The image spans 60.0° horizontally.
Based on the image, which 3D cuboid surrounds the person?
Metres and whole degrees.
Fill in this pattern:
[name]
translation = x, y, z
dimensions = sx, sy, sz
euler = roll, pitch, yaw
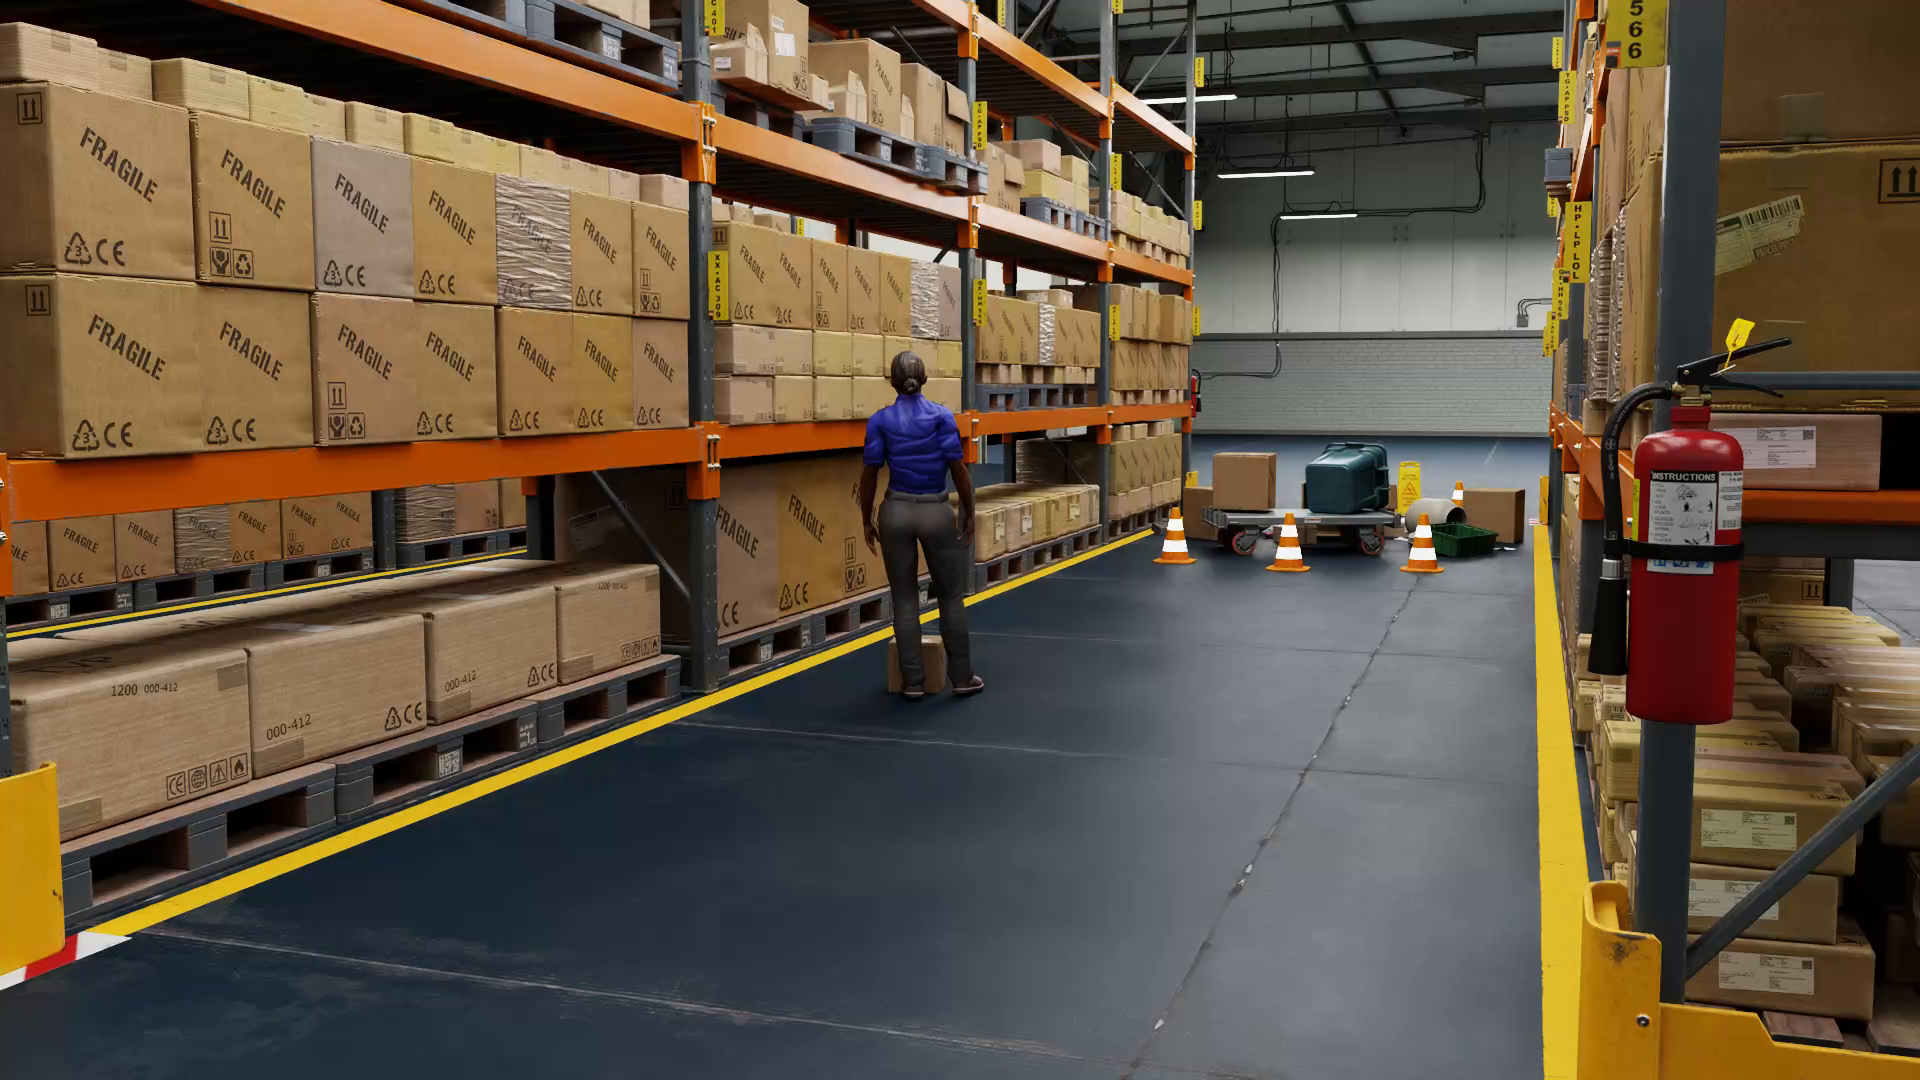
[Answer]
[person]
translation = -0.183, -0.074, 7.984
dimensions = 0.570, 1.654, 0.503
euler = 0, 5, 5
